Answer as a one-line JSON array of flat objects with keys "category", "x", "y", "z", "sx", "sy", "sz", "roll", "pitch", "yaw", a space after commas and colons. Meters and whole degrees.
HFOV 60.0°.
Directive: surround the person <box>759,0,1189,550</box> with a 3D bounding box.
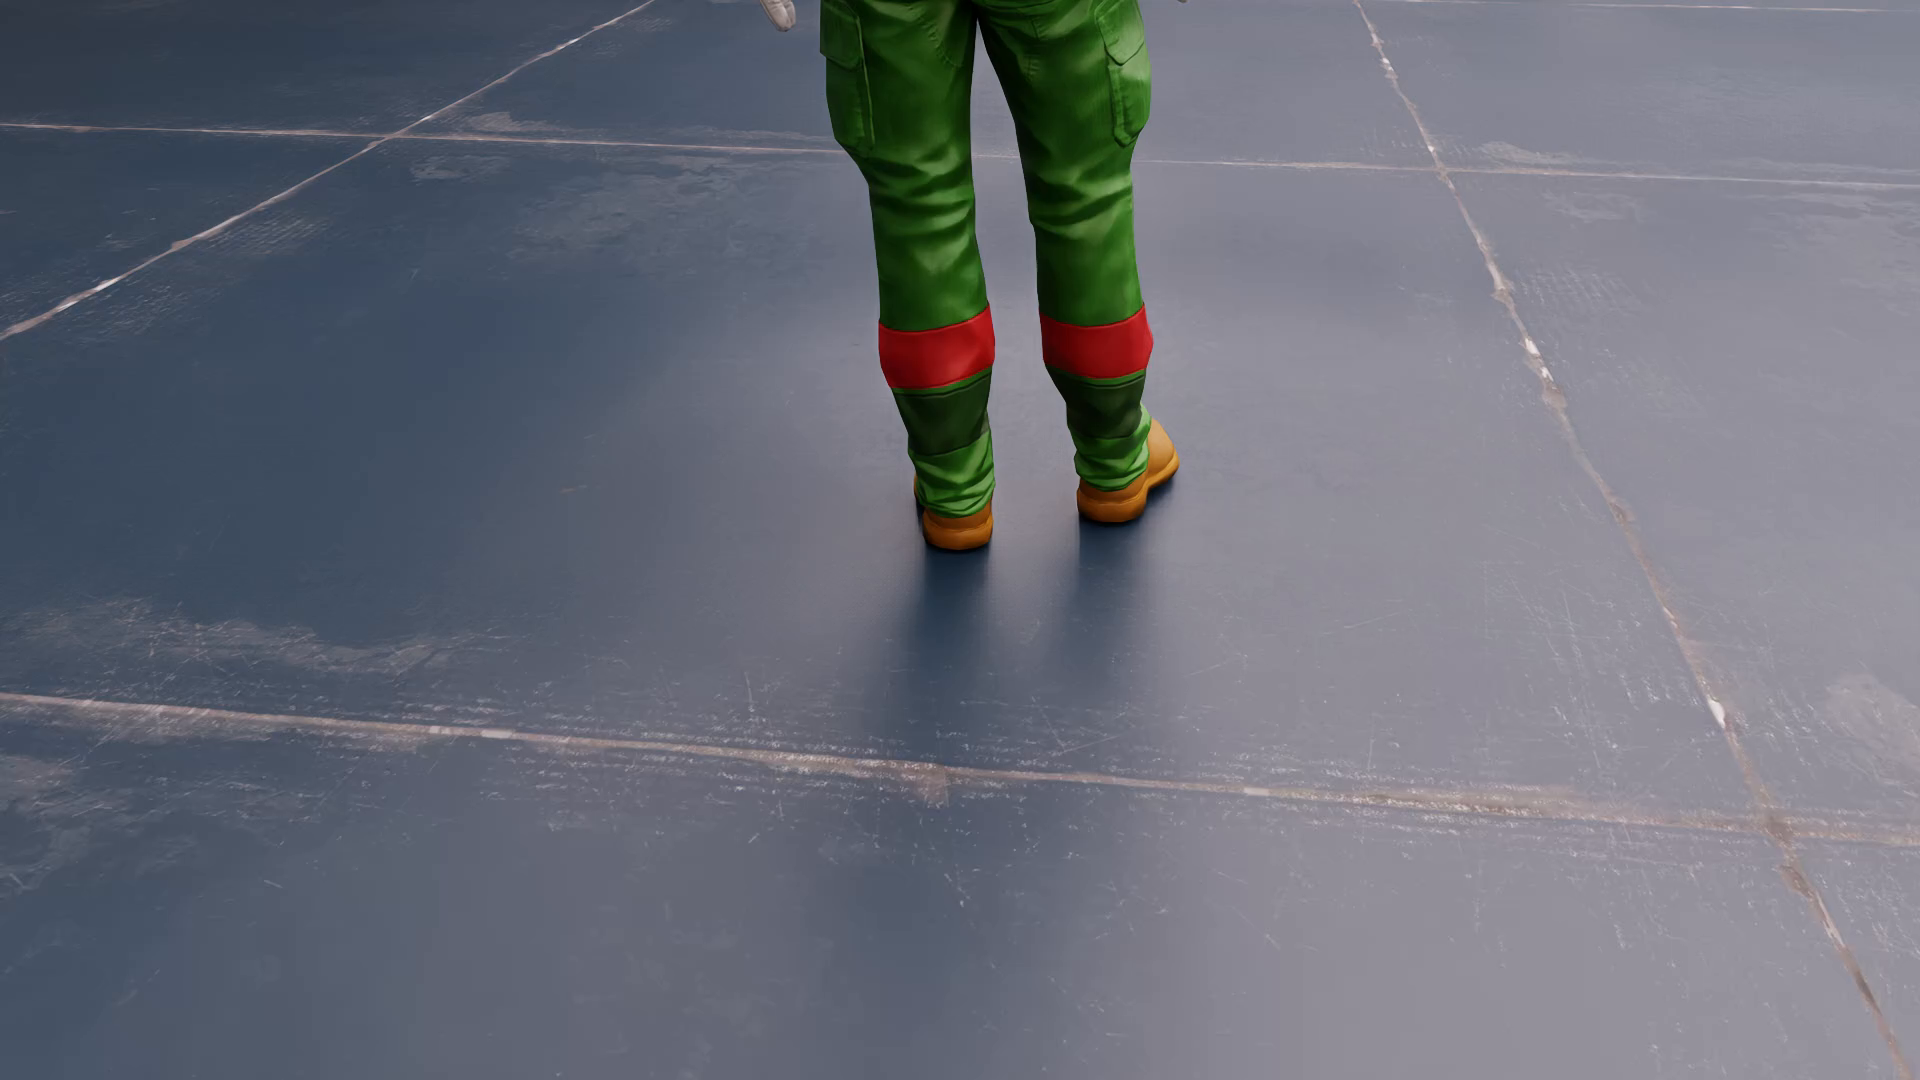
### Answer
[{"category": "person", "x": 0.023, "y": -0.840, "z": 2.168, "sx": 0.637, "sy": 1.782, "sz": 0.564, "roll": 3, "pitch": 27, "yaw": 7}]
